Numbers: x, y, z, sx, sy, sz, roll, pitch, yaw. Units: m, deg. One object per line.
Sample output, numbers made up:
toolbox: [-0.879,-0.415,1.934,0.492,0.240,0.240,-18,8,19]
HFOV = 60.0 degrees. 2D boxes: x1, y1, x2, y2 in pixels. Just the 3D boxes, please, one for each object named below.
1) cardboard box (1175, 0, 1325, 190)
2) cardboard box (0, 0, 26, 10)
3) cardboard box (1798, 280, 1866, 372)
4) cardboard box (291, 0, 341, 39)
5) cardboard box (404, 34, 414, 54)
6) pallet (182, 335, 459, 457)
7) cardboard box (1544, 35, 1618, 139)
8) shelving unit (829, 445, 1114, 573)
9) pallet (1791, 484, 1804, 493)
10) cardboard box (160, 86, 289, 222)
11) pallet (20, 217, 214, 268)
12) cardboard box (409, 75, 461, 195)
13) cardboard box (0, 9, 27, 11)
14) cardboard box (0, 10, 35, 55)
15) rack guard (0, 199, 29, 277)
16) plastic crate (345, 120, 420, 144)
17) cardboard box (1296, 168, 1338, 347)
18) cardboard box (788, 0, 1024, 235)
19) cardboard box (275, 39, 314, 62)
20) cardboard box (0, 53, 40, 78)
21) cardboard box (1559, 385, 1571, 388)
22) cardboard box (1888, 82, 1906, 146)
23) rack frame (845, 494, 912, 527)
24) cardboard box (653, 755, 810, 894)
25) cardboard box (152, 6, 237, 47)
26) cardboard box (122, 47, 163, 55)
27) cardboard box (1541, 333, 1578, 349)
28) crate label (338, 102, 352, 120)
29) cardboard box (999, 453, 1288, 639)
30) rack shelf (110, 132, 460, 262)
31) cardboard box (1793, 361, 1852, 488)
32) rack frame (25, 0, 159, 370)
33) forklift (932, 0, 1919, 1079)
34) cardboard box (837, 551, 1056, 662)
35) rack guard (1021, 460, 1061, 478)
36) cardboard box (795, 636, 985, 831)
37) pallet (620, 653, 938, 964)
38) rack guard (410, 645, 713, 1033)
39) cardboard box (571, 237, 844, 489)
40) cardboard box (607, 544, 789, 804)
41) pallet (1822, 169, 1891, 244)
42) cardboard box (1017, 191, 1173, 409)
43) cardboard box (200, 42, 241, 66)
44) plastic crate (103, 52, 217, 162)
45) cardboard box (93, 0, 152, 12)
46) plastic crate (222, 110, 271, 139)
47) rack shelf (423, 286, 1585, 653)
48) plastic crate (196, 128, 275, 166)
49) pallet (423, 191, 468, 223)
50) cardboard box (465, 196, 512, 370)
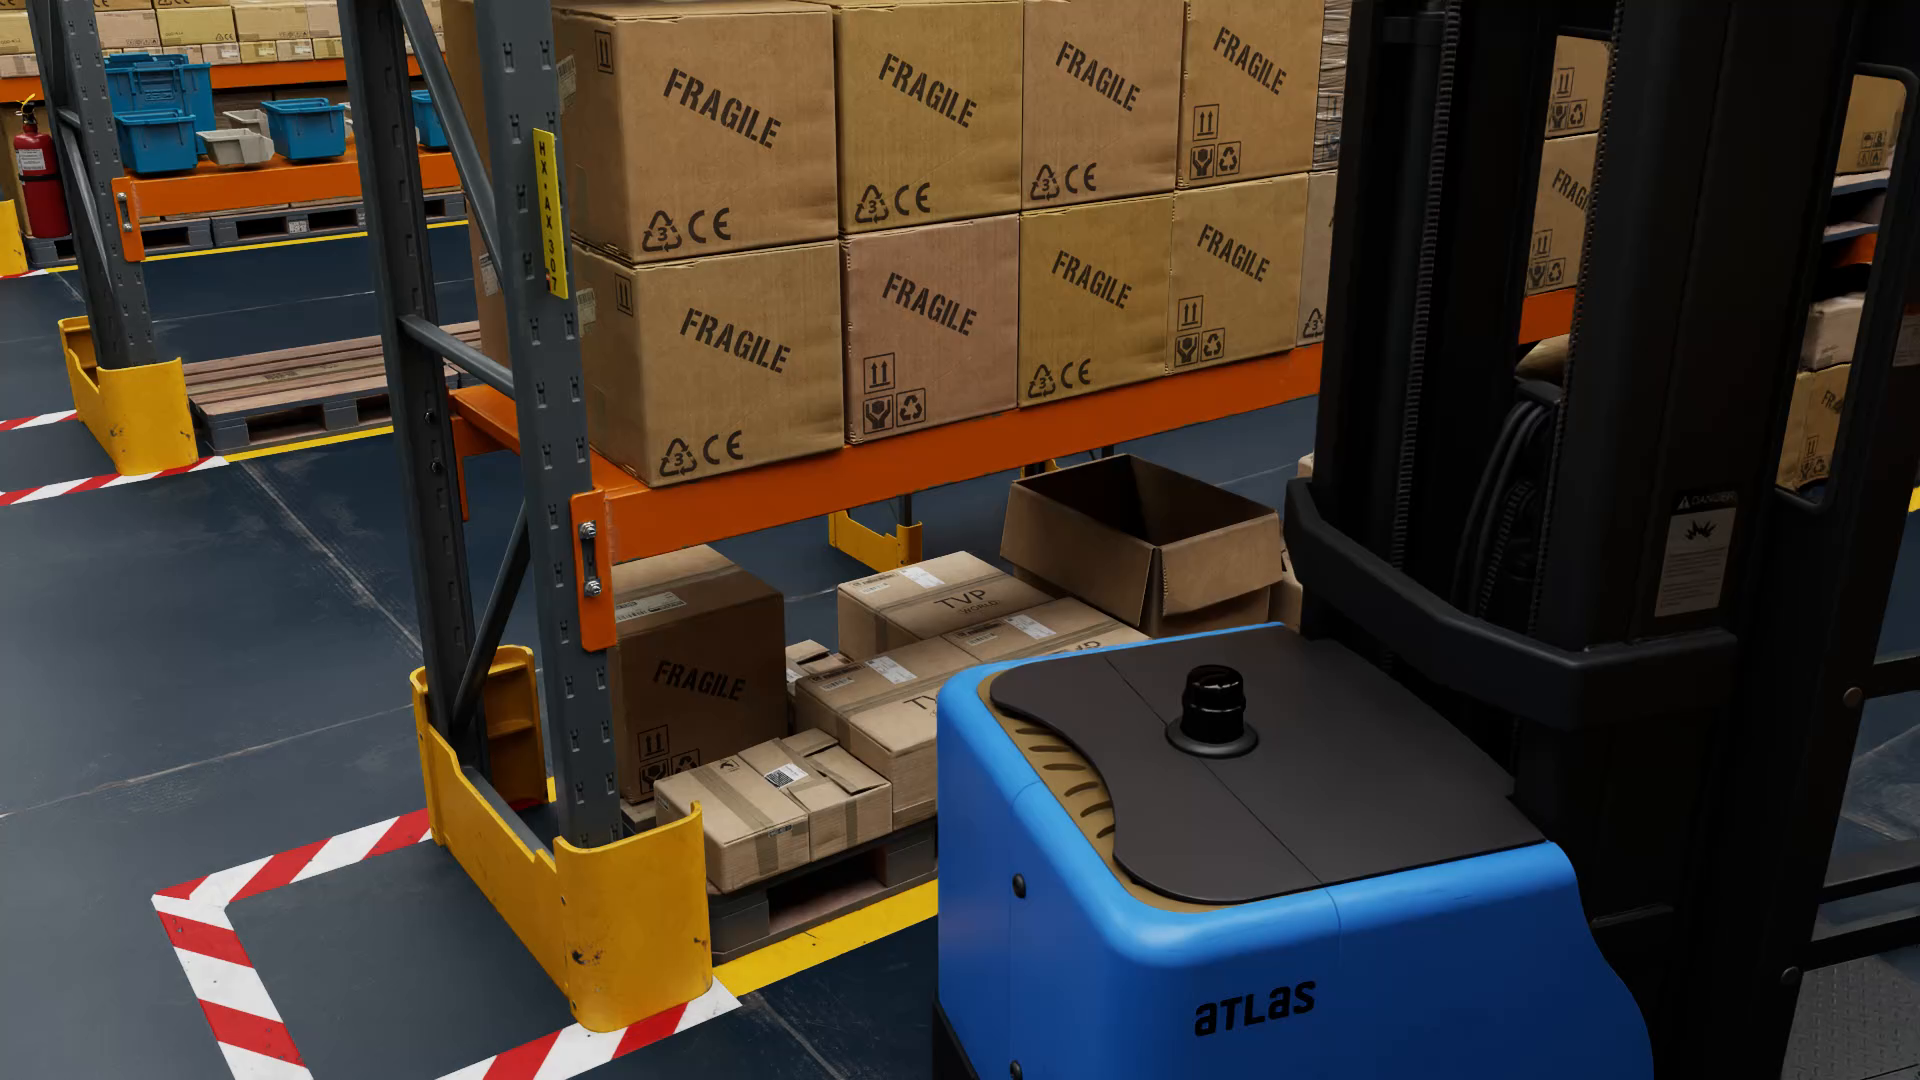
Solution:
cardboard box: [0.624,-1.267,4.540,0.500,0.500,0.500,-15,26,-33]
cardboard box: [-6.671,-3.989,11.636,0.500,0.500,0.500,-15,26,-32]
cardboard box: [3.463,-0.912,6.903,0.500,0.250,0.500,-15,26,-33]
cardboard box: [-4.704,-3.925,12.485,0.500,0.250,0.500,-14,26,-32]
cardboard box: [-4.349,-3.806,12.725,0.250,0.149,0.380,-14,26,-32]
pallet: [-3.329,-0.770,8.540,1.213,0.211,1.003,-15,26,-33]
cardboard box: [1.857,-1.596,5.365,0.500,0.500,0.500,-15,26,-33]
shelving unit: [0.062,-0.713,6.660,1.083,1.500,0.587,-15,26,-33]
pallet: [2.754,-0.165,7.025,1.213,0.211,1.003,-15,26,-33]
cardboard box: [-5.702,-2.956,12.557,0.875,0.875,0.875,-15,26,-33]
pallet: [-6.310,-2.290,12.349,1.213,0.211,1.003,-15,26,-33]
cardboard box: [-4.249,-3.343,13.528,0.875,0.875,0.875,-15,26,-33]
cardboard box: [-6.675,-3.641,11.775,0.500,0.250,0.500,-15,26,-34]
cardboard box: [-6.366,-3.479,11.369,0.500,0.250,0.500,-16,27,-34]
rack guard: [-6.933,-2.222,11.790,0.348,0.500,1.175,-15,26,-33]
plastic crate: [-2.769,-1.949,8.009,0.298,0.136,0.250,-15,26,-33]
cardboard box: [1.027,-0.910,4.995,0.500,0.500,0.500,-14,26,-32]
cardboard box: [-0.197,-1.050,3.996,0.500,0.500,0.500,-15,26,-32]
cardboard box: [-4.973,-3.640,12.309,0.250,0.149,0.380,-14,26,-32]
cardboard box: [-6.432,-3.249,11.330,0.250,0.149,0.380,-15,26,-32]
cardboard box: [2.651,-0.348,6.499,0.500,0.500,0.500,-16,27,-35]
cardboard box: [3.514,-1.915,6.947,0.700,0.500,0.500,17,27,36]
rack frame: [-0.343,-0.605,6.389,0.032,1.500,0.500,-15,26,-33]
cardboard box: [-0.590,0.726,4.284,0.250,0.149,0.380,-15,26,-33]
cardboard box: [-5.538,-3.701,11.926,0.500,0.250,0.500,-16,27,-35]
cardboard box: [-5.806,-3.417,11.752,0.250,0.149,0.380,-15,26,-34]
cardboard box: [2.756,-0.614,7.166,0.500,0.500,0.500,-15,26,-33]
crate label: [-3.009,-2.160,8.538,0.243,0.136,0.396,-15,26,-33]
cardboard box: [0.594,0.091,5.397,0.637,0.503,0.797,-15,26,-33]
rack shelf: [-2.397,-1.997,8.824,4.000,0.370,1.077,-15,26,-33]
cardboard box: [3.488,-0.572,7.062,0.500,0.500,0.500,-15,26,-32]
rack frame: [-4.021,-1.898,7.606,0.127,3.000,1.000,-15,26,-33]
forklift: [1.514,-0.110,3.218,3.031,2.935,1.130,-7,23,-17]
cardboard box: [-0.045,0.277,5.270,0.500,0.250,0.500,-15,26,-33]
rack guard: [0.466,-0.240,7.162,0.087,0.250,0.587,-15,26,-33]
cardboard box: [-0.118,0.525,4.649,0.500,0.250,0.500,-15,26,-33]
pallet: [-0.423,0.699,4.860,1.213,0.211,1.003,-15,26,-33]
rack guard: [-1.069,0.738,4.374,0.348,0.500,1.175,-15,26,-33]
cardboard box: [-0.617,-0.470,3.892,0.500,0.500,0.500,-14,26,-32]
cardboard box: [-0.833,0.358,4.731,0.500,0.500,0.500,-15,26,-33]
pallet: [2.829,-1.324,6.426,1.213,0.211,1.003,-15,26,-33]
cardboard box: [0.208,-0.691,4.446,0.500,0.500,0.500,-15,26,-33]
cardboard box: [-5.390,-3.528,12.029,0.250,0.149,0.380,-15,26,-33]
plastic crate: [-3.858,-2.071,7.910,0.499,0.435,0.616,-15,26,-33]
cardboard box: [-5.960,-3.936,11.501,0.500,0.500,0.500,-16,27,-34]
plastic crate: [-3.464,-2.034,8.222,0.243,0.136,0.396,-15,26,-33]
rack shelf: [0.493,-0.506,5.087,4.000,0.370,1.077,-15,26,-33]
plastic crate: [-3.319,-1.802,7.641,0.298,0.136,0.250,-15,26,-33]
pallet: [-4.329,-2.818,13.673,1.213,0.211,1.003,-15,26,-33]
cardboard box: [-0.926,-0.632,4.299,0.500,0.500,0.500,-14,26,-31]
